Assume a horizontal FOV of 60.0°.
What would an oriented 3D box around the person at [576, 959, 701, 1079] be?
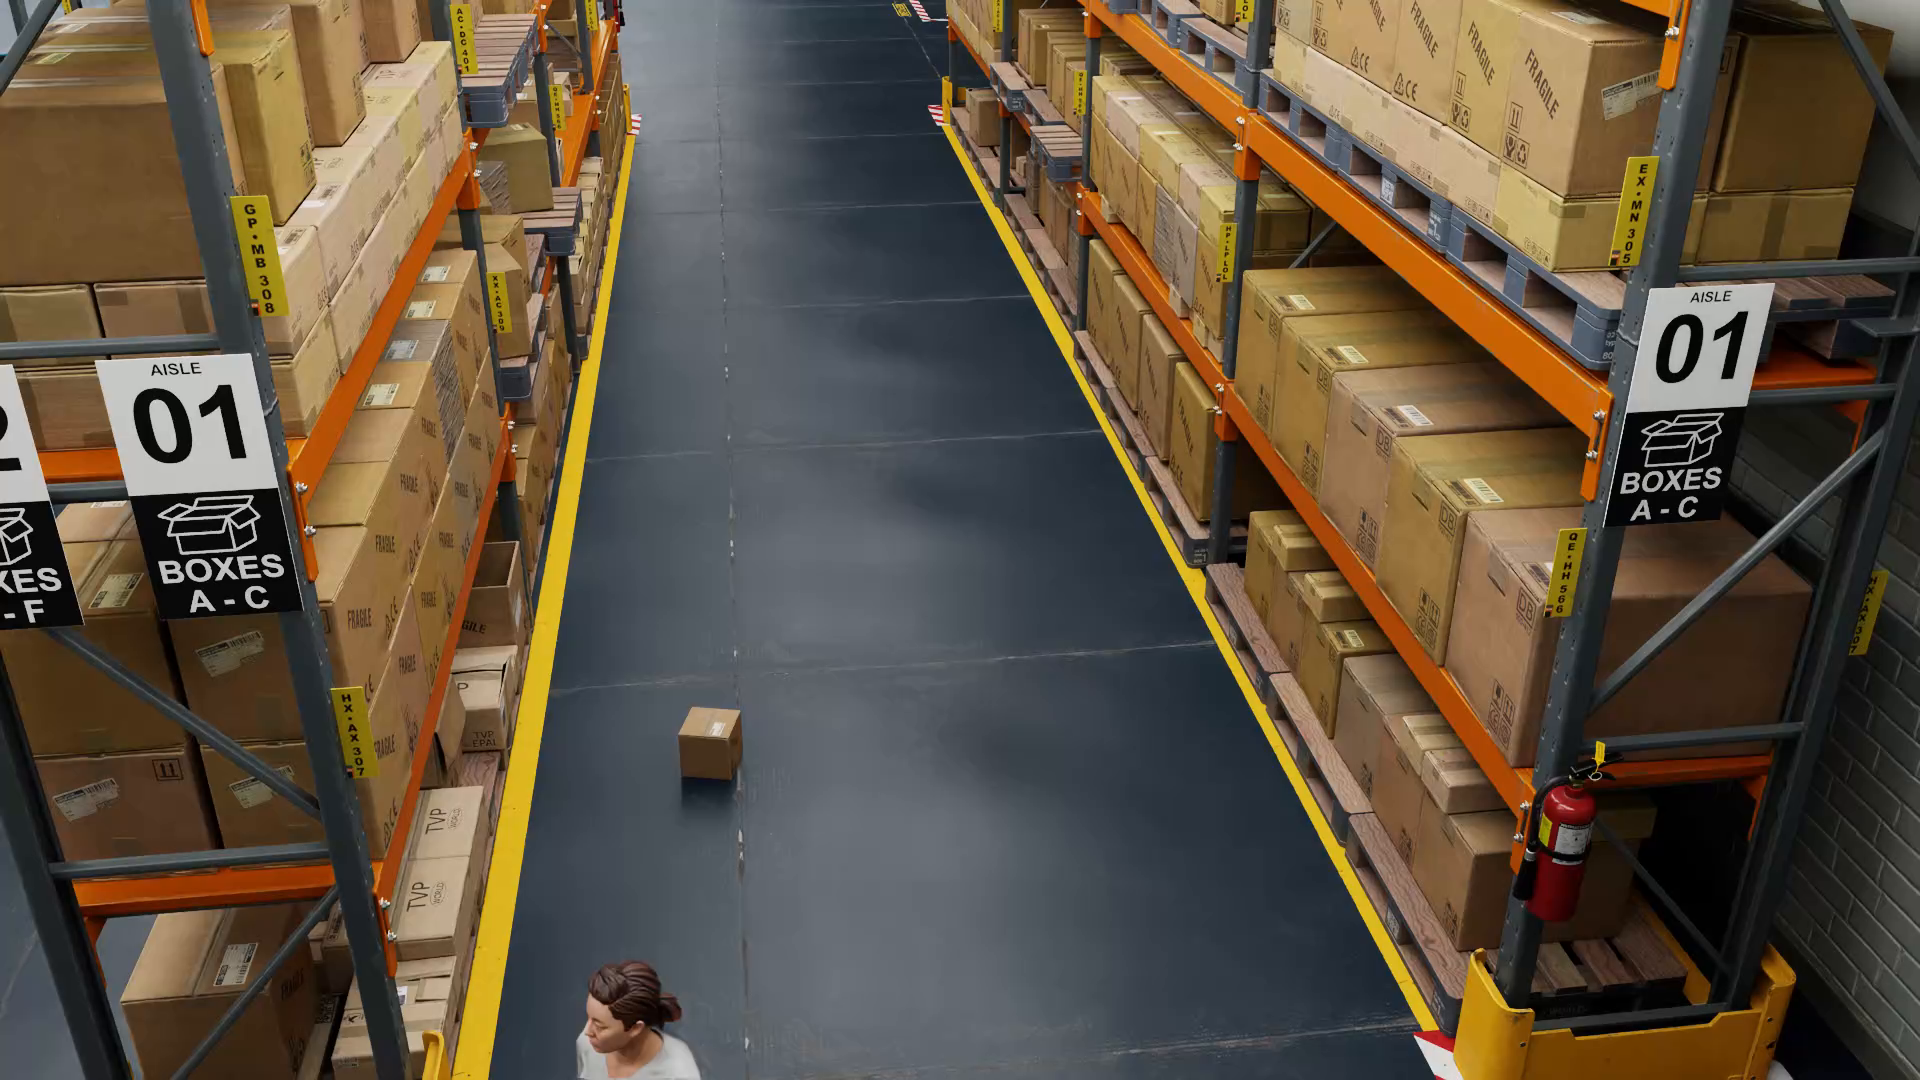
[{"bbox_3d":[-0.916,1.938,4.853,0.500,1.671,0.411,10,29,19],"label":"person"}]
